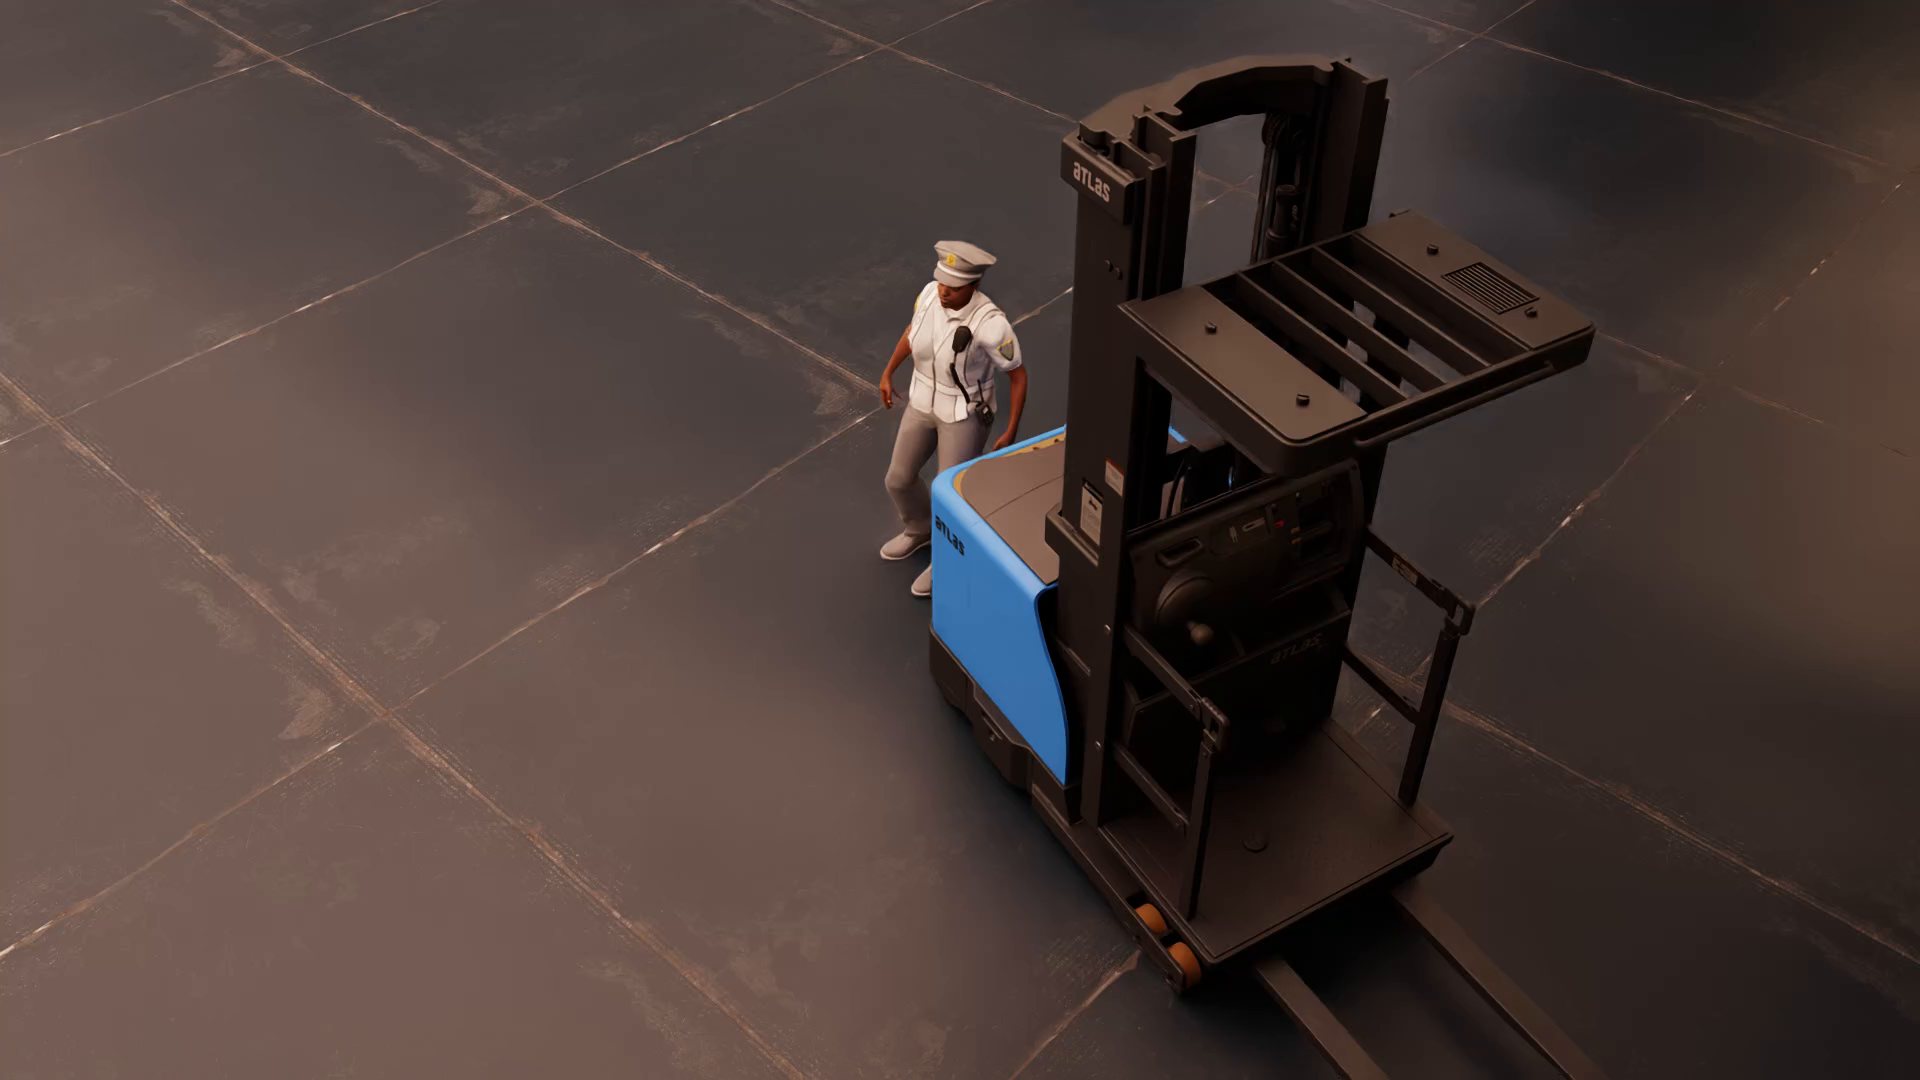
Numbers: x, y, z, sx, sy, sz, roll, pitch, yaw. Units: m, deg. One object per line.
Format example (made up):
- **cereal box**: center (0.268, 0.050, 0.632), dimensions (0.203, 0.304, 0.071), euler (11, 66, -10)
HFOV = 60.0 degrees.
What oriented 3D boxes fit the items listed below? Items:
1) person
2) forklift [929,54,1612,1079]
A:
- **person**: center (-0.095, -0.514, 7.022), dimensions (0.672, 1.657, 0.521), euler (27, 47, 28)
- **forklift**: center (1.057, 0.117, 5.291), dimensions (1.130, 2.935, 3.031), euler (-21, 45, -23)
